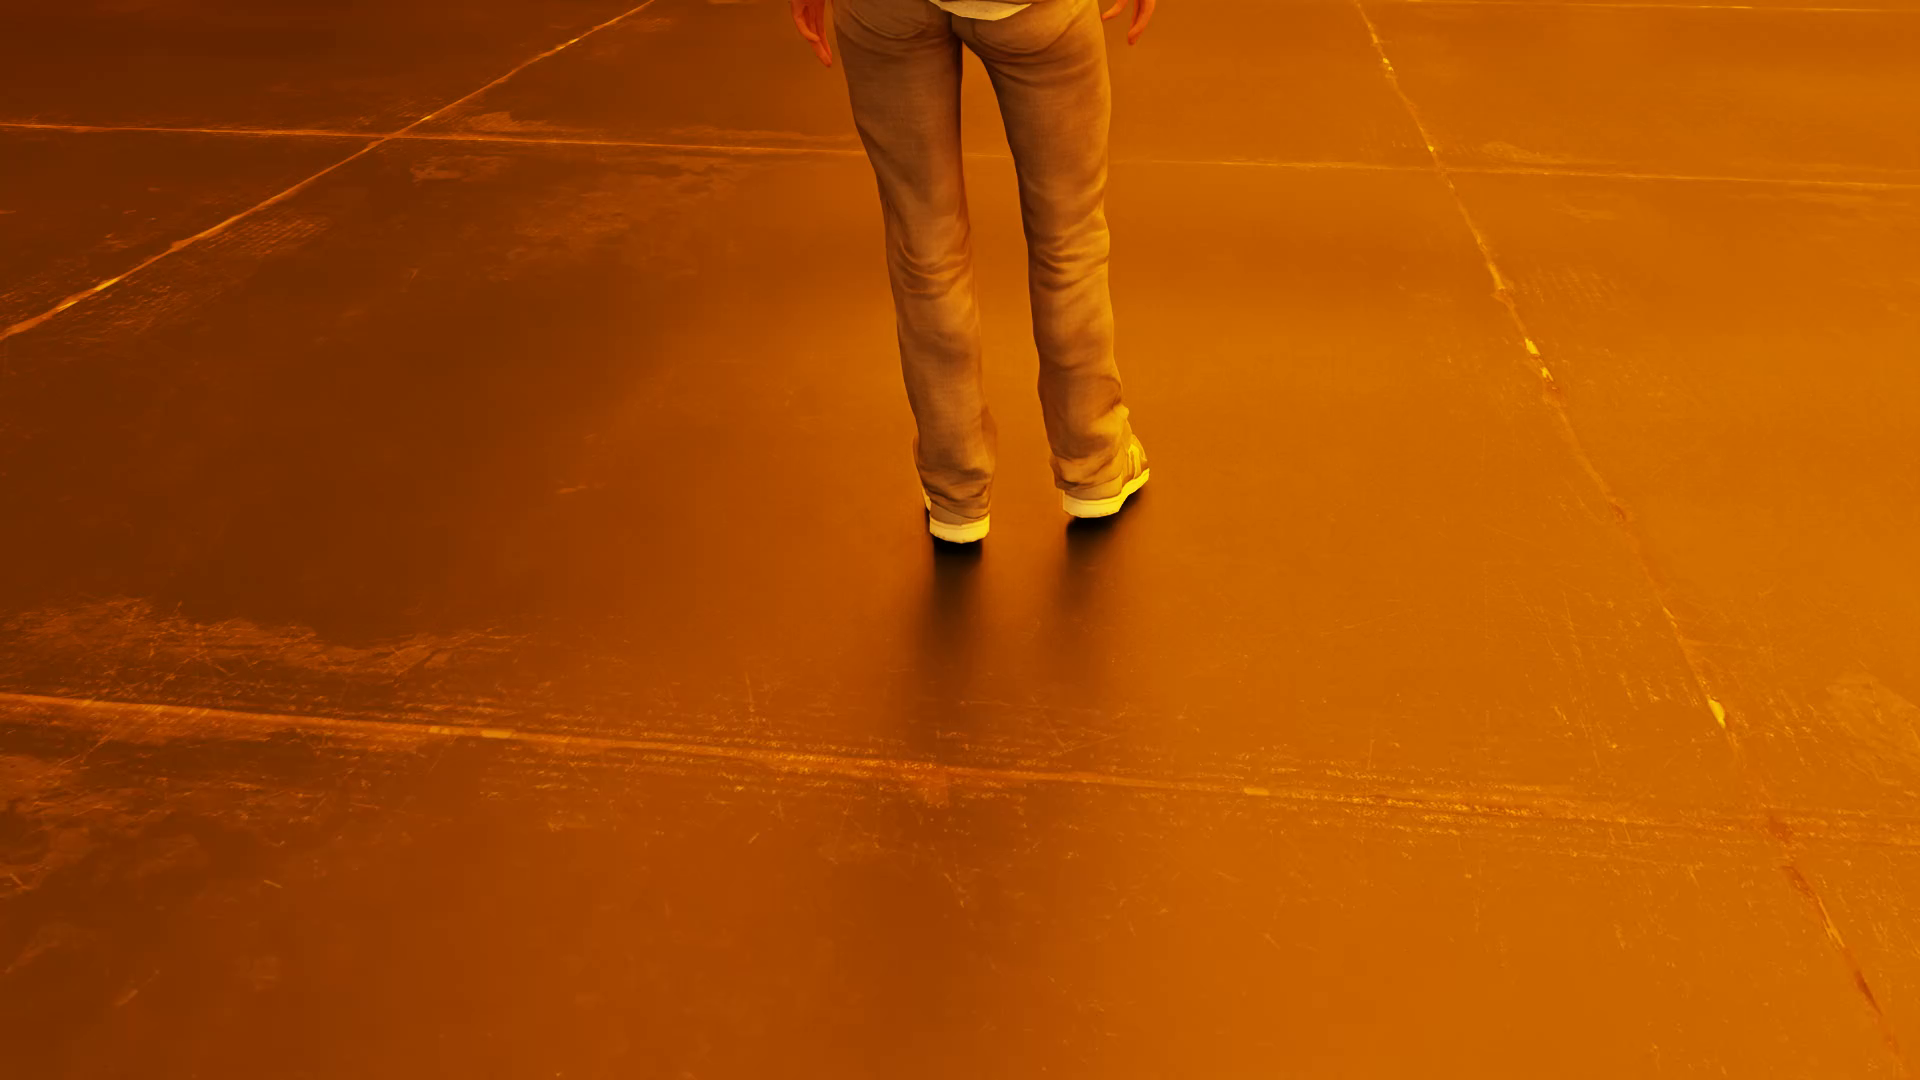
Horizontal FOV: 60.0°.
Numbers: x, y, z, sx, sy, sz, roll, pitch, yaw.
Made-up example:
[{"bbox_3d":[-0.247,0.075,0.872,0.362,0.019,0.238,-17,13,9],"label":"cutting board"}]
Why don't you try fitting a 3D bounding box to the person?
[{"bbox_3d":[0.024,-0.753,2.204,0.521,1.596,0.475,3,27,7],"label":"person"}]
